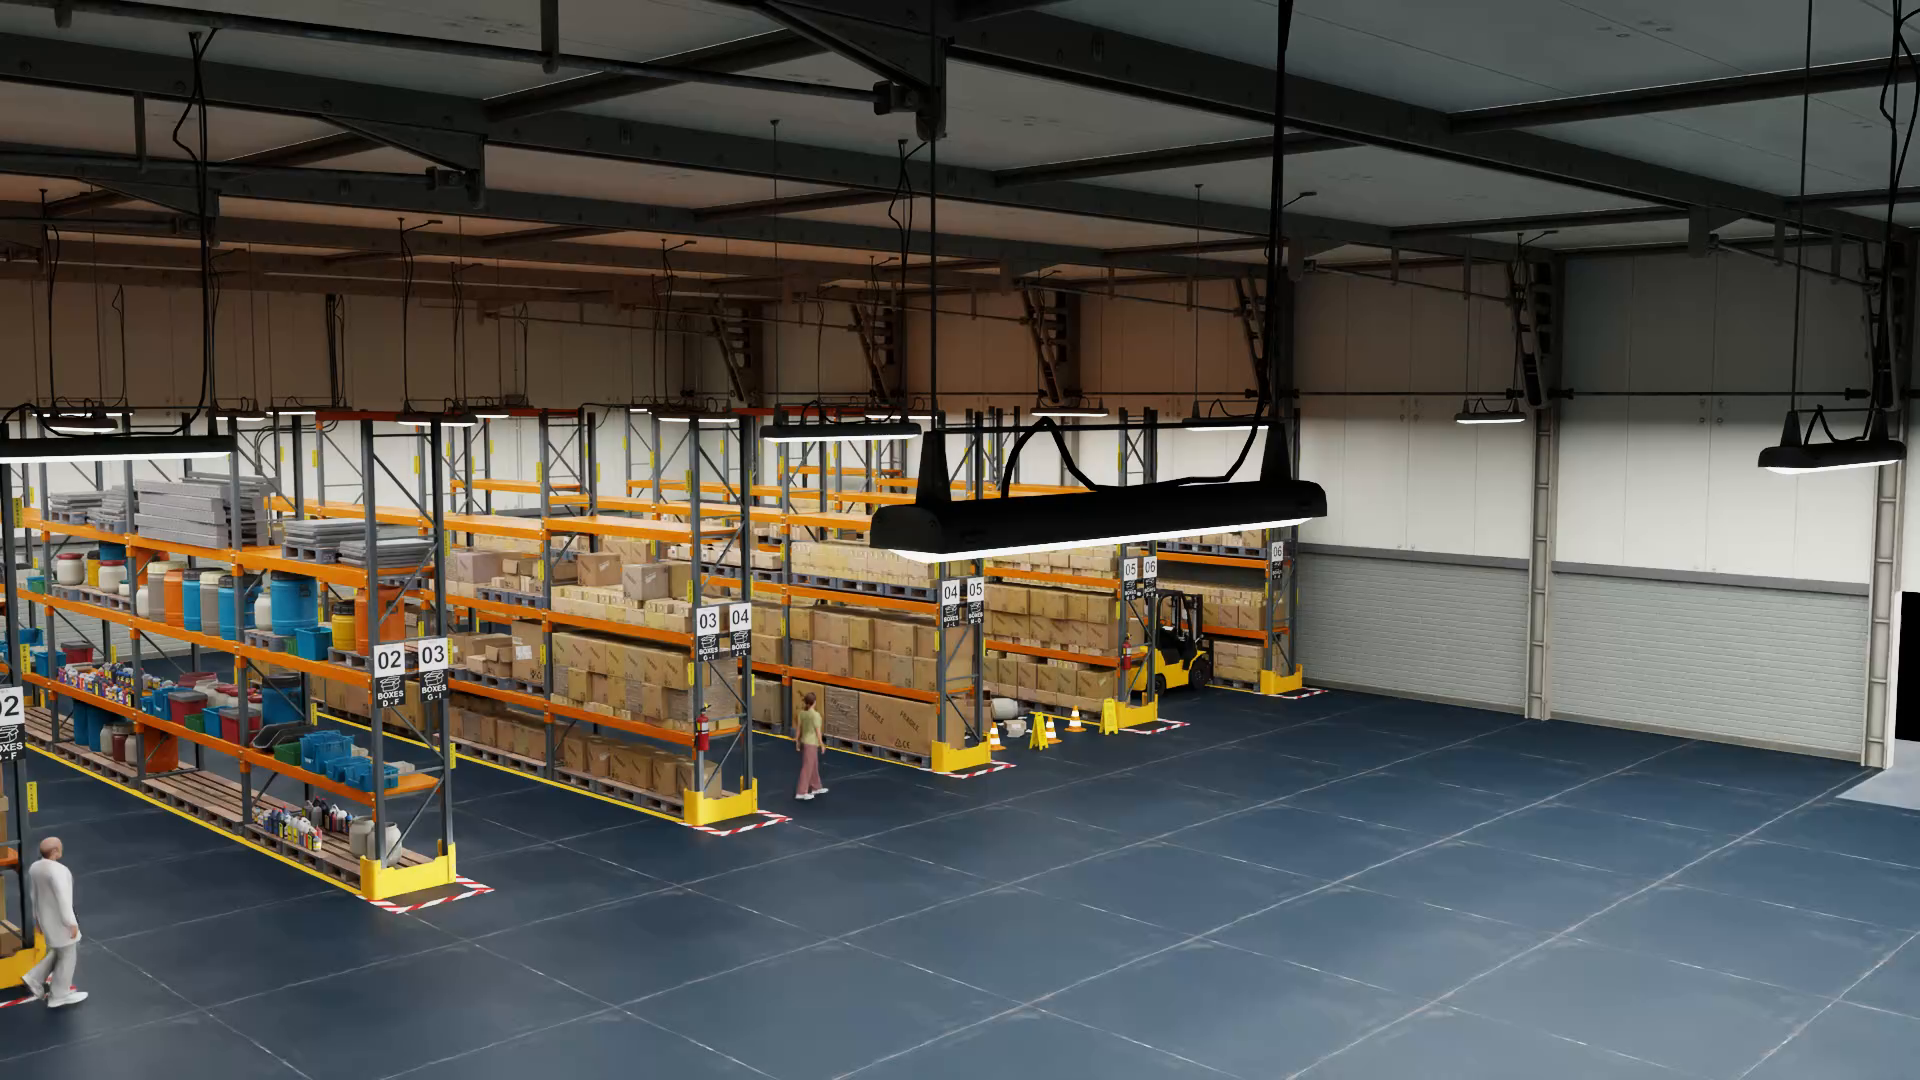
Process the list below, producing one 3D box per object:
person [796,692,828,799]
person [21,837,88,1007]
[{"bbox_3d":[-2.282,3.201,26.013,0.622,1.660,0.475,-3,6,-27],"label":"person"},{"bbox_3d":[-9.316,3.916,17.084,0.573,1.761,0.594,-5,7,-45],"label":"person"}]
